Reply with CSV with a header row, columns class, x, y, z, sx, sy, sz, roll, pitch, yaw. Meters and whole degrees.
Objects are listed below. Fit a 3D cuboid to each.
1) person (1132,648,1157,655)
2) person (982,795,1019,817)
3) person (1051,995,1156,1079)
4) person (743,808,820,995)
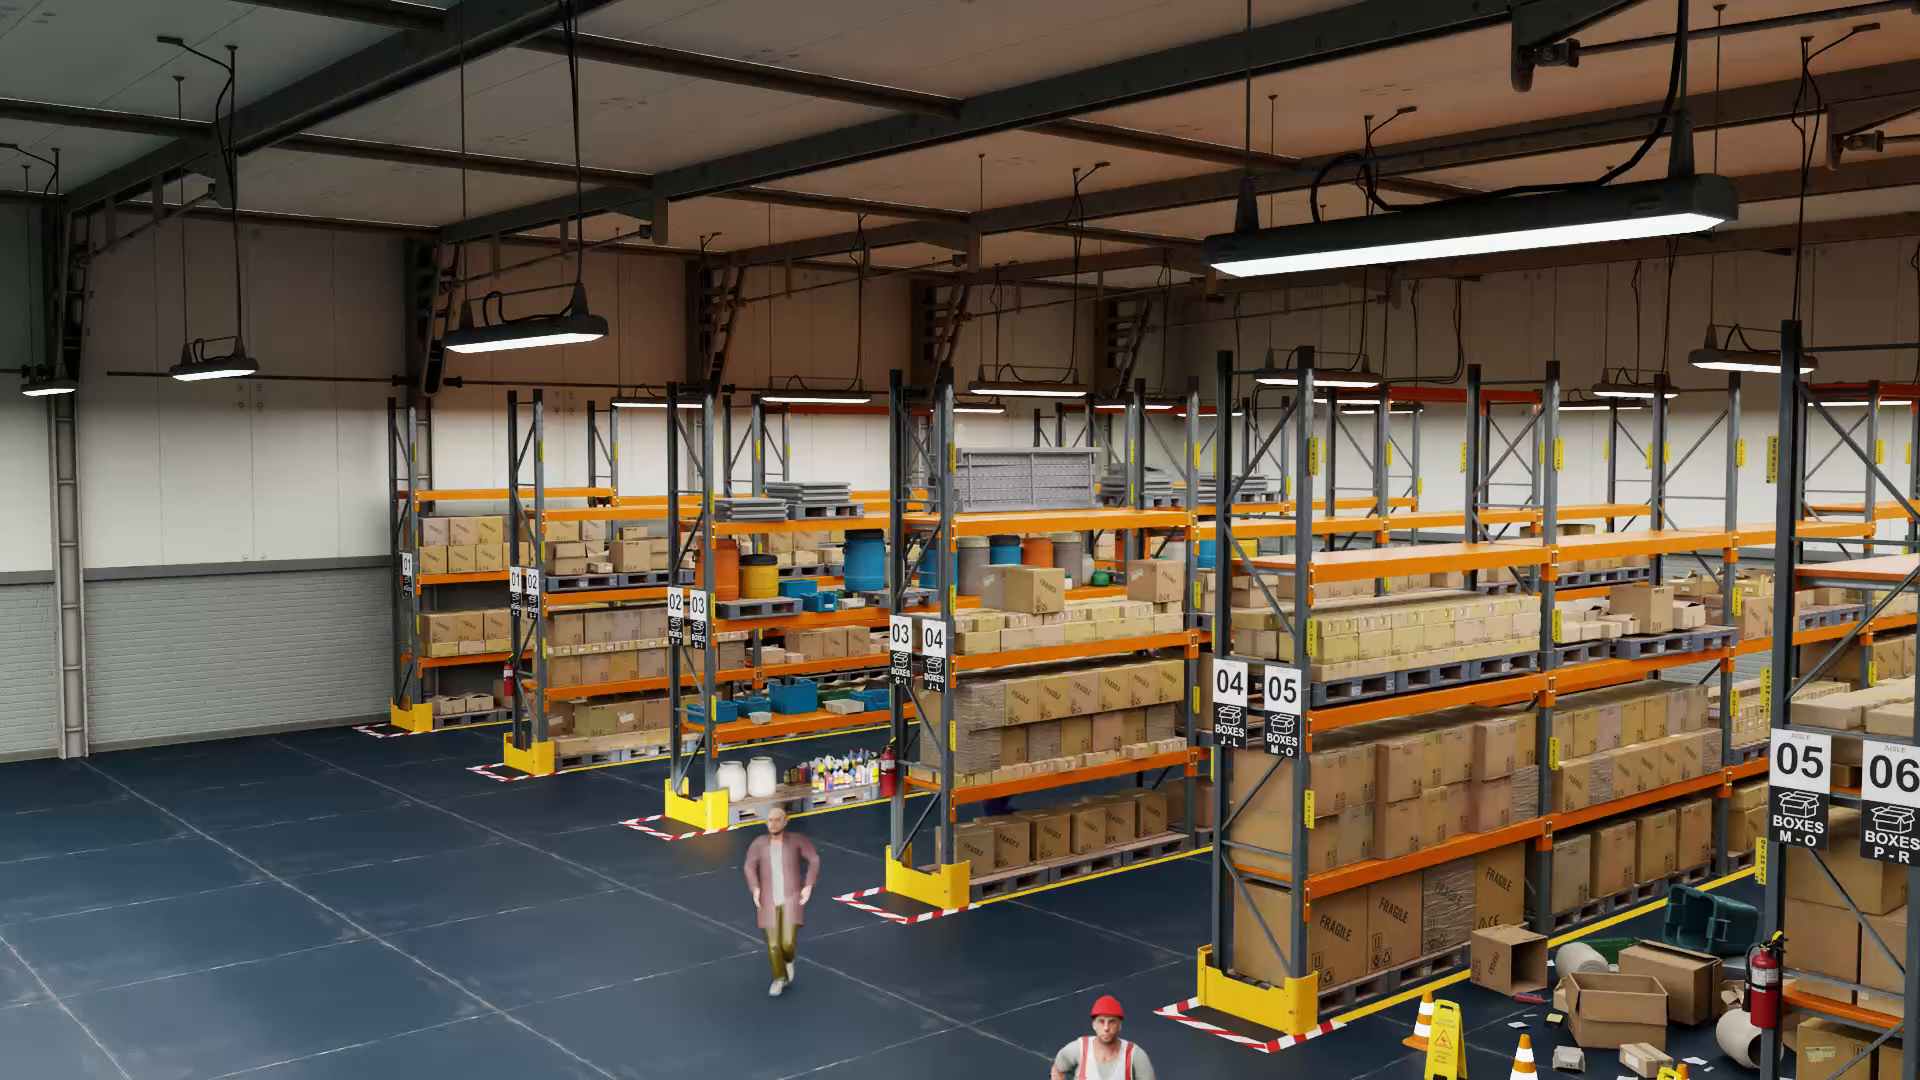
class,x,y,z,sx,sy,sz,roll,pitch,yaw
person,3.486,2.402,32.399,0.651,1.739,0.577,3,5,43
person,0.538,3.110,21.589,0.639,1.619,0.600,-3,4,-39
person,0.881,3.676,10.174,0.653,1.746,0.640,0,3,2
person,-1.692,3.388,15.623,0.717,1.741,0.571,0,3,4
